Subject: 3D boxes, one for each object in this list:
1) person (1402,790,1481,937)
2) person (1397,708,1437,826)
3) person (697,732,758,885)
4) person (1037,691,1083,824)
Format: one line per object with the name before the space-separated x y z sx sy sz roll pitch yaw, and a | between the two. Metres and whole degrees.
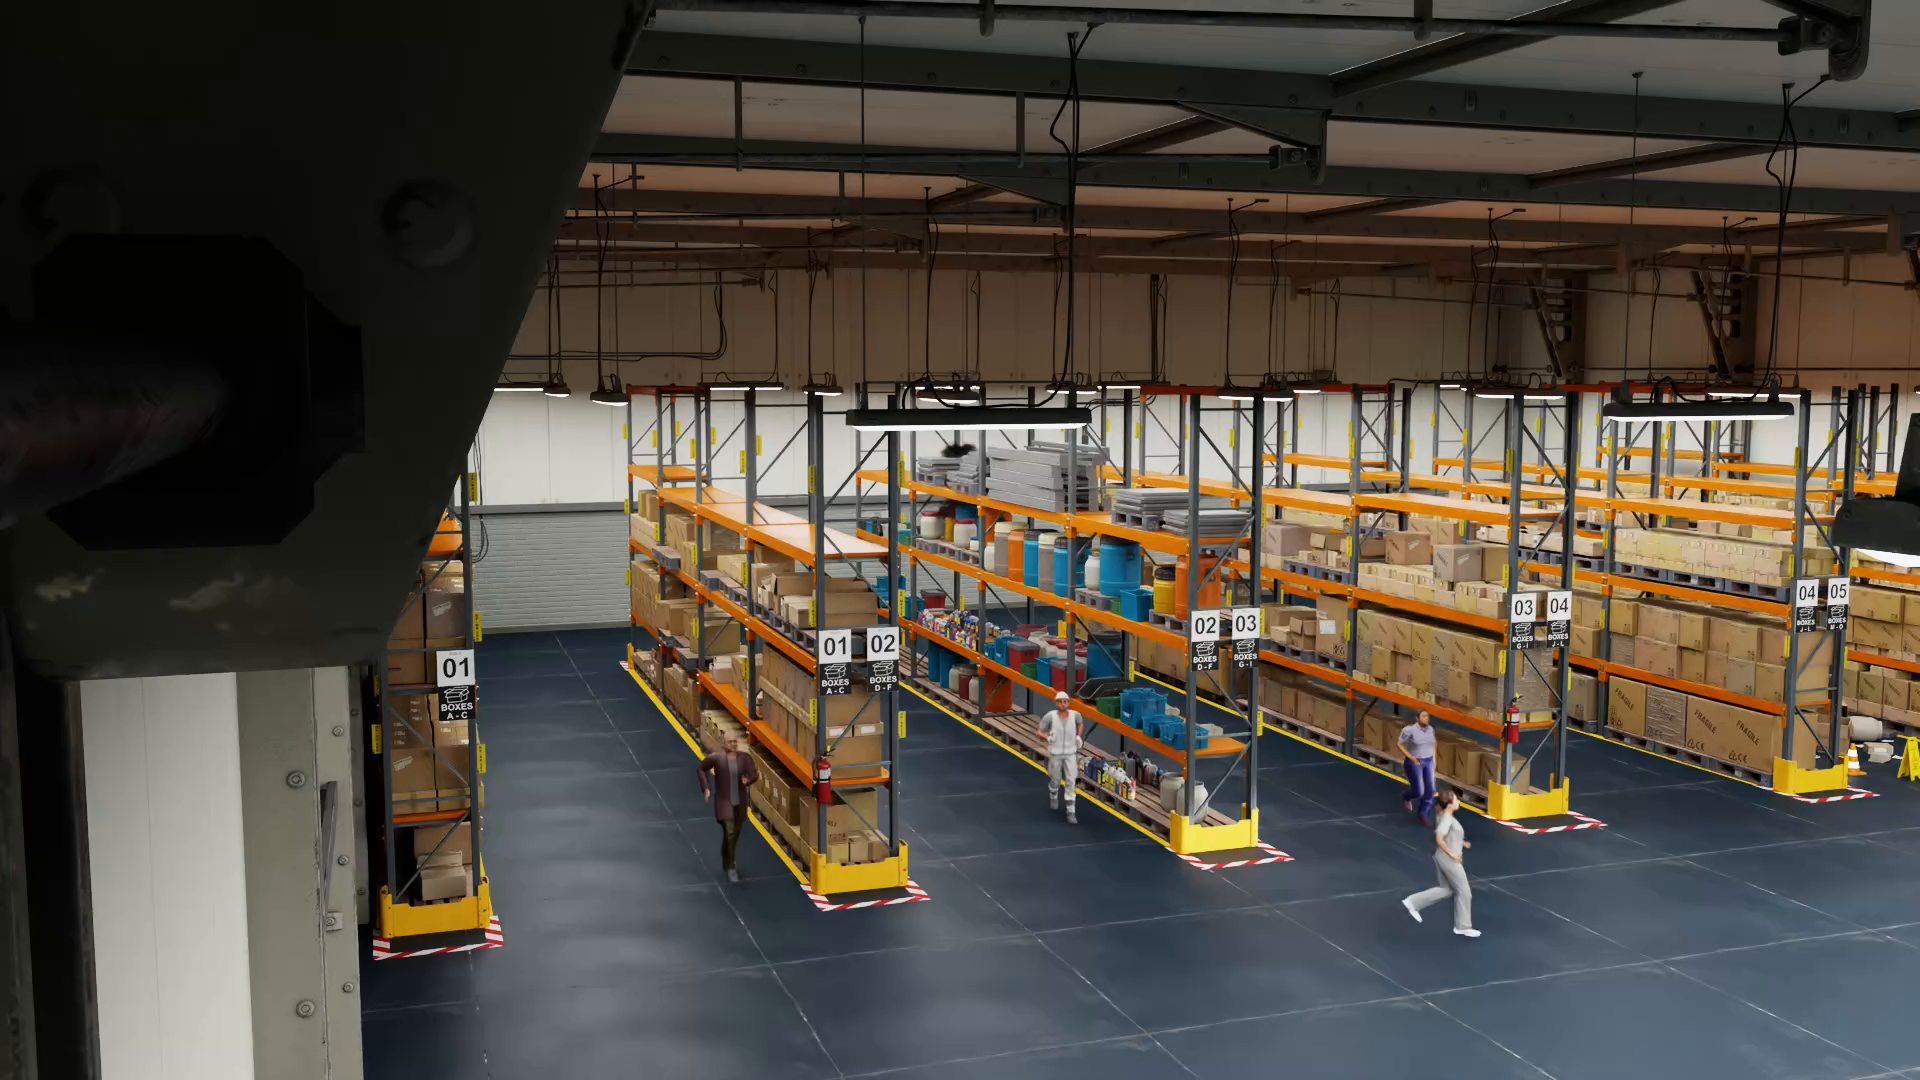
person | 5.400 3.605 18.548 0.867 1.667 0.567 0 6 3
person | 6.410 3.153 23.254 0.641 1.613 0.588 -2 6 -15
person | -2.871 3.297 20.754 0.675 1.830 0.864 -3 7 -30
person | 1.423 2.991 23.260 0.680 1.762 1.025 0 6 -5
